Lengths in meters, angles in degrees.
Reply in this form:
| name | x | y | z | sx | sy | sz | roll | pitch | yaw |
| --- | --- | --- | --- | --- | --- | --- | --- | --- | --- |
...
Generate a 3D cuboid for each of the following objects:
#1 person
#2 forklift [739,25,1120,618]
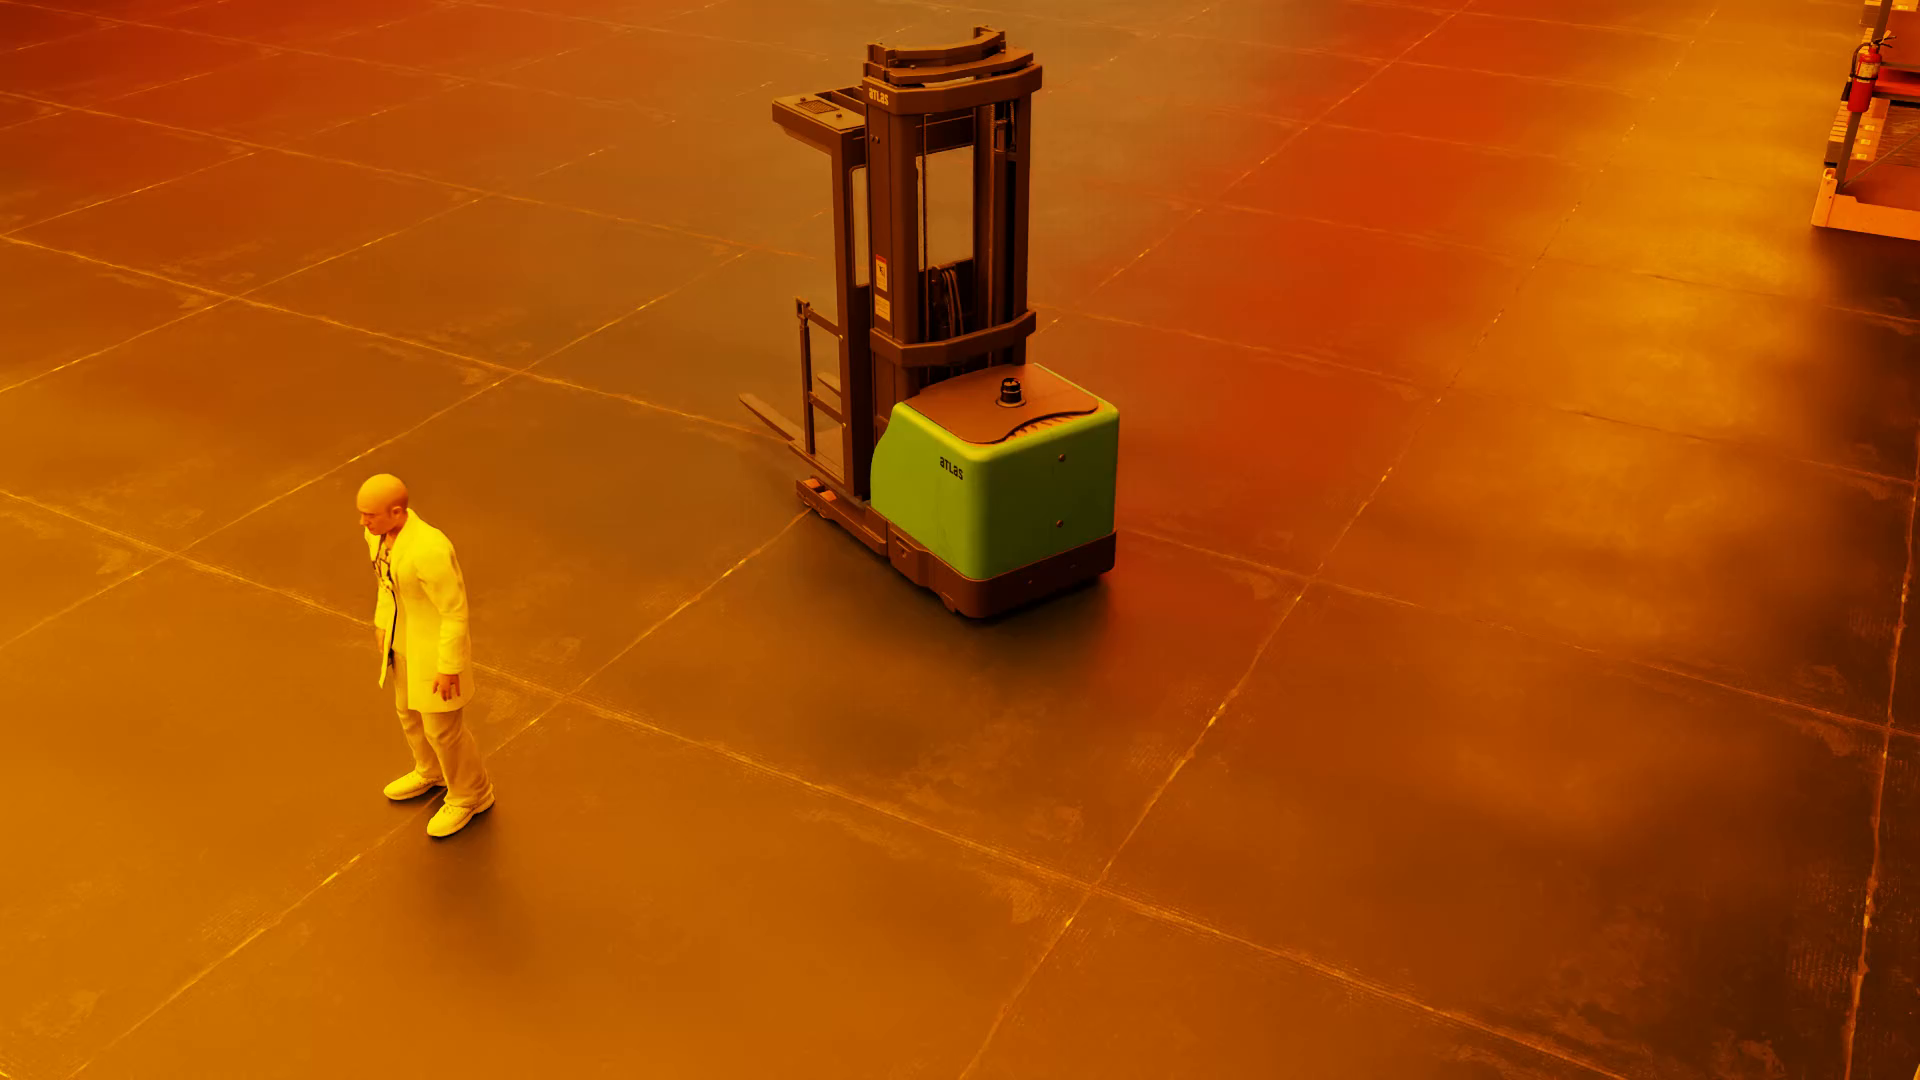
| name | x | y | z | sx | sy | sz | roll | pitch | yaw |
| --- | --- | --- | --- | --- | --- | --- | --- | --- | --- |
| person | -2.392 | 0.478 | 7.400 | 0.649 | 1.774 | 0.420 | 26 | 39 | 38 |
| forklift | -0.360 | -1.528 | 9.717 | 1.130 | 2.935 | 3.031 | -19 | 35 | -30 |
